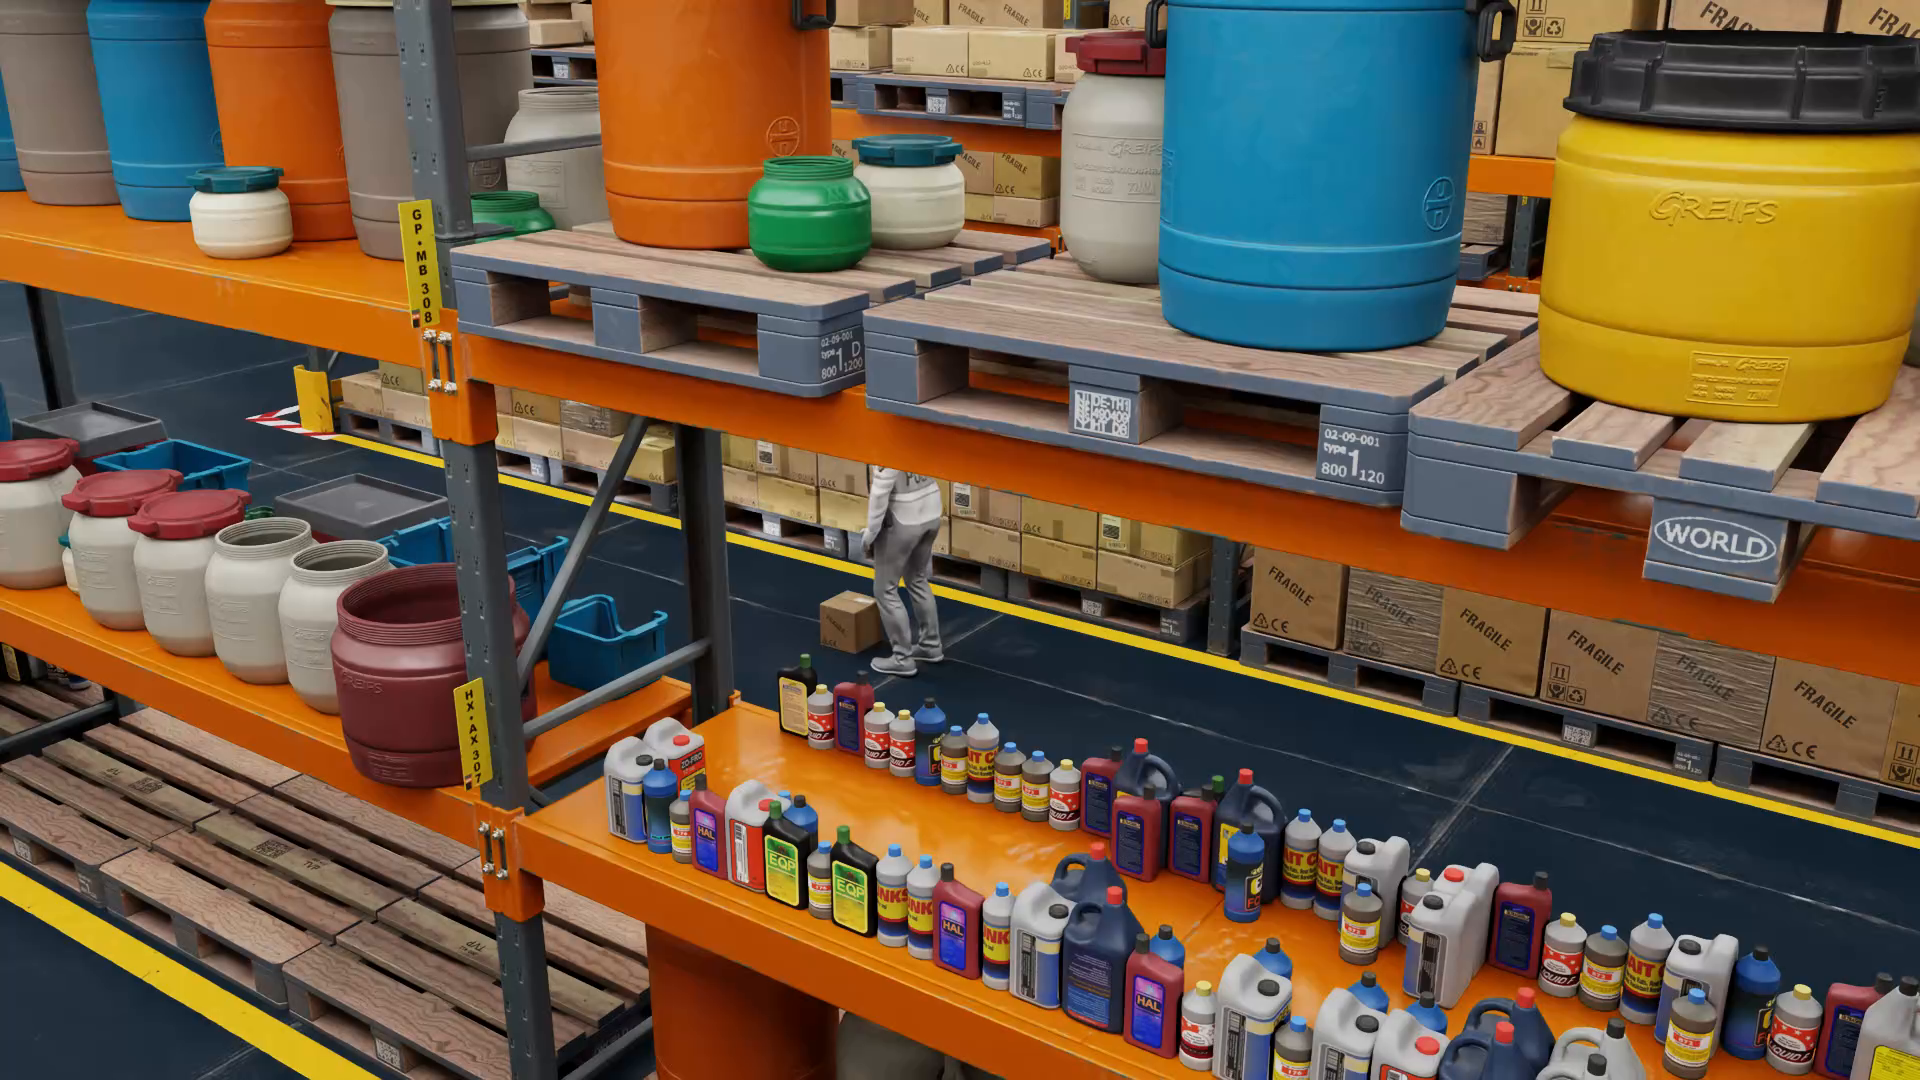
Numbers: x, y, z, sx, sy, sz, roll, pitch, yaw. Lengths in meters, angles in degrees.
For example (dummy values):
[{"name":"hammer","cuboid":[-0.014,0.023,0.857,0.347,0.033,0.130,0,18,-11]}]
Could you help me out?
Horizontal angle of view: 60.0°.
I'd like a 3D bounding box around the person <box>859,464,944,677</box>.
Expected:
[{"name":"person","cuboid":[-0.306,-0.078,8.821,0.366,1.657,0.482,14,24,33]}]
